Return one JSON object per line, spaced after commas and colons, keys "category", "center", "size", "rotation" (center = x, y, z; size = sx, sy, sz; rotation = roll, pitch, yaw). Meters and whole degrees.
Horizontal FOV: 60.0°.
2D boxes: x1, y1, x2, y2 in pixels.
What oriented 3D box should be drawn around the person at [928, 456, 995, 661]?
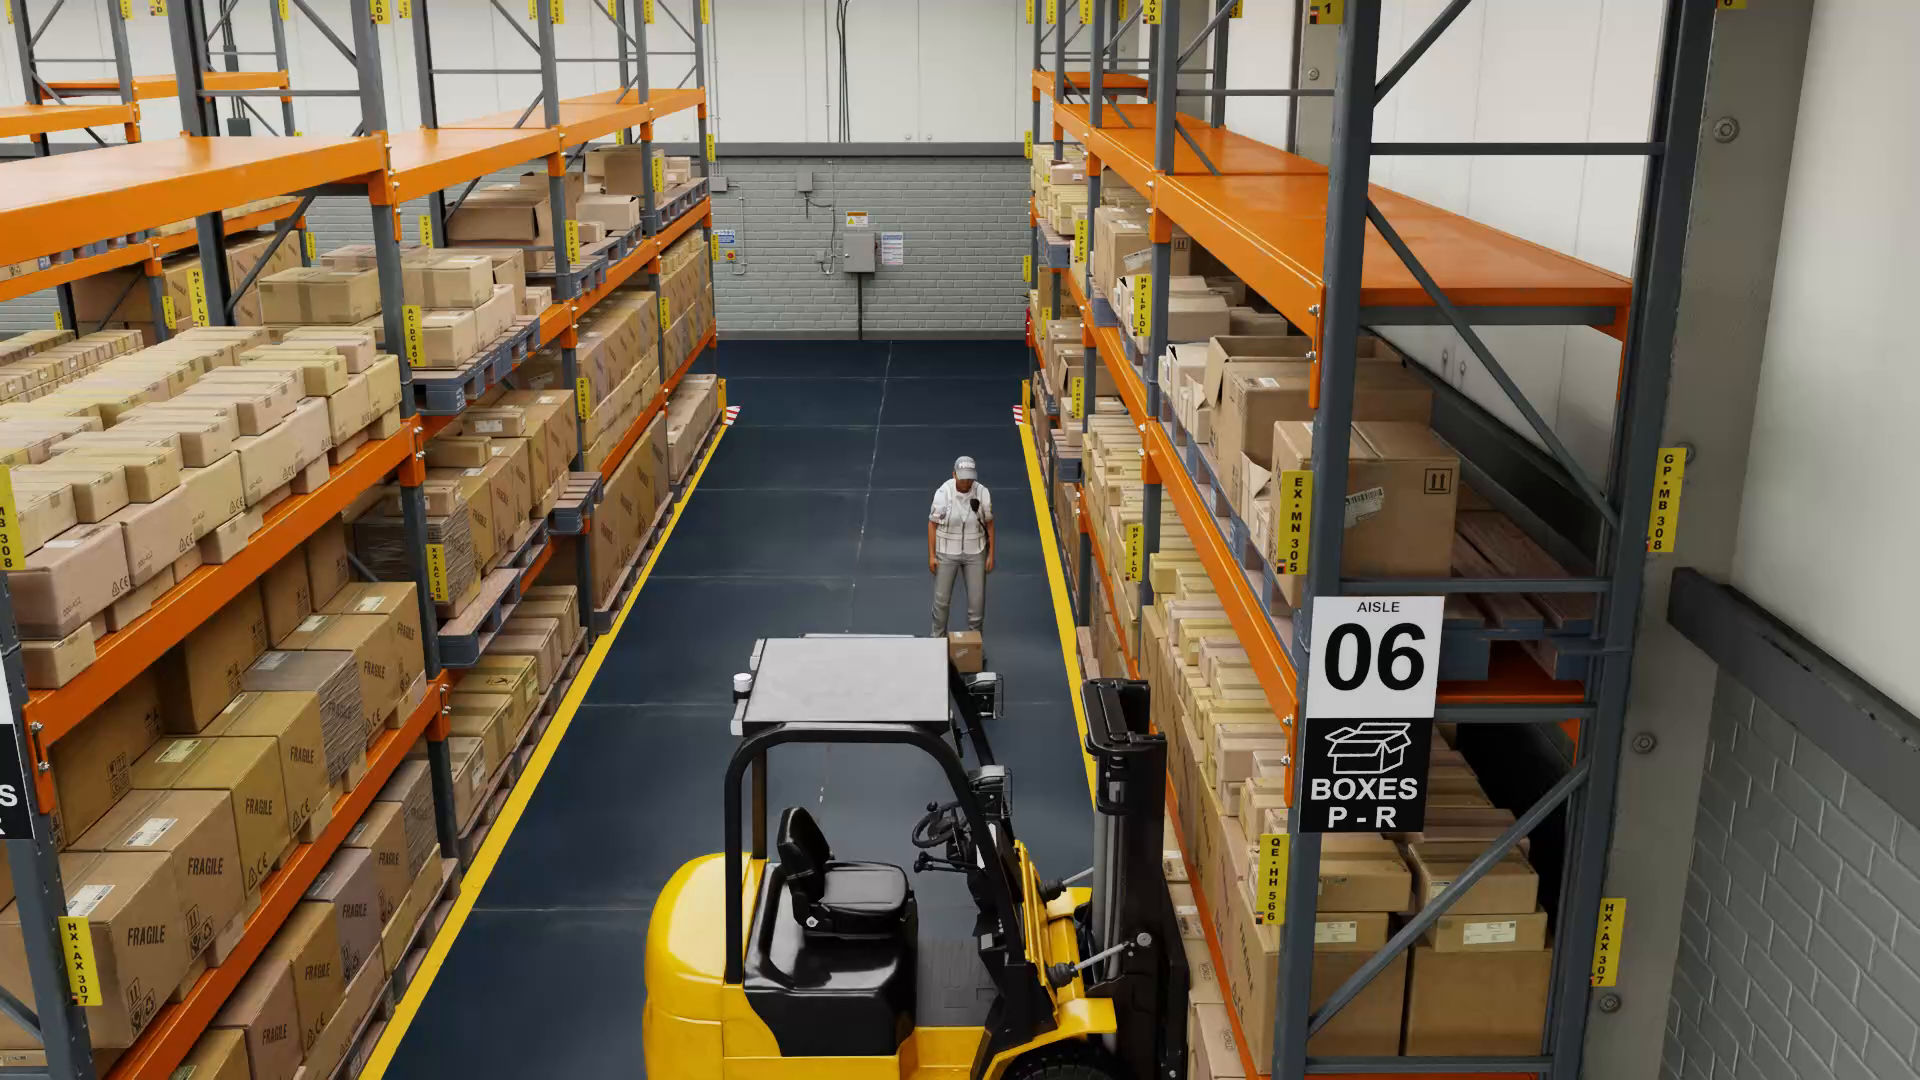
{"category": "person", "center": [-0.003, 0.137, 13.093], "size": [0.566, 1.667, 0.465], "rotation": [-2, 17, -6]}
